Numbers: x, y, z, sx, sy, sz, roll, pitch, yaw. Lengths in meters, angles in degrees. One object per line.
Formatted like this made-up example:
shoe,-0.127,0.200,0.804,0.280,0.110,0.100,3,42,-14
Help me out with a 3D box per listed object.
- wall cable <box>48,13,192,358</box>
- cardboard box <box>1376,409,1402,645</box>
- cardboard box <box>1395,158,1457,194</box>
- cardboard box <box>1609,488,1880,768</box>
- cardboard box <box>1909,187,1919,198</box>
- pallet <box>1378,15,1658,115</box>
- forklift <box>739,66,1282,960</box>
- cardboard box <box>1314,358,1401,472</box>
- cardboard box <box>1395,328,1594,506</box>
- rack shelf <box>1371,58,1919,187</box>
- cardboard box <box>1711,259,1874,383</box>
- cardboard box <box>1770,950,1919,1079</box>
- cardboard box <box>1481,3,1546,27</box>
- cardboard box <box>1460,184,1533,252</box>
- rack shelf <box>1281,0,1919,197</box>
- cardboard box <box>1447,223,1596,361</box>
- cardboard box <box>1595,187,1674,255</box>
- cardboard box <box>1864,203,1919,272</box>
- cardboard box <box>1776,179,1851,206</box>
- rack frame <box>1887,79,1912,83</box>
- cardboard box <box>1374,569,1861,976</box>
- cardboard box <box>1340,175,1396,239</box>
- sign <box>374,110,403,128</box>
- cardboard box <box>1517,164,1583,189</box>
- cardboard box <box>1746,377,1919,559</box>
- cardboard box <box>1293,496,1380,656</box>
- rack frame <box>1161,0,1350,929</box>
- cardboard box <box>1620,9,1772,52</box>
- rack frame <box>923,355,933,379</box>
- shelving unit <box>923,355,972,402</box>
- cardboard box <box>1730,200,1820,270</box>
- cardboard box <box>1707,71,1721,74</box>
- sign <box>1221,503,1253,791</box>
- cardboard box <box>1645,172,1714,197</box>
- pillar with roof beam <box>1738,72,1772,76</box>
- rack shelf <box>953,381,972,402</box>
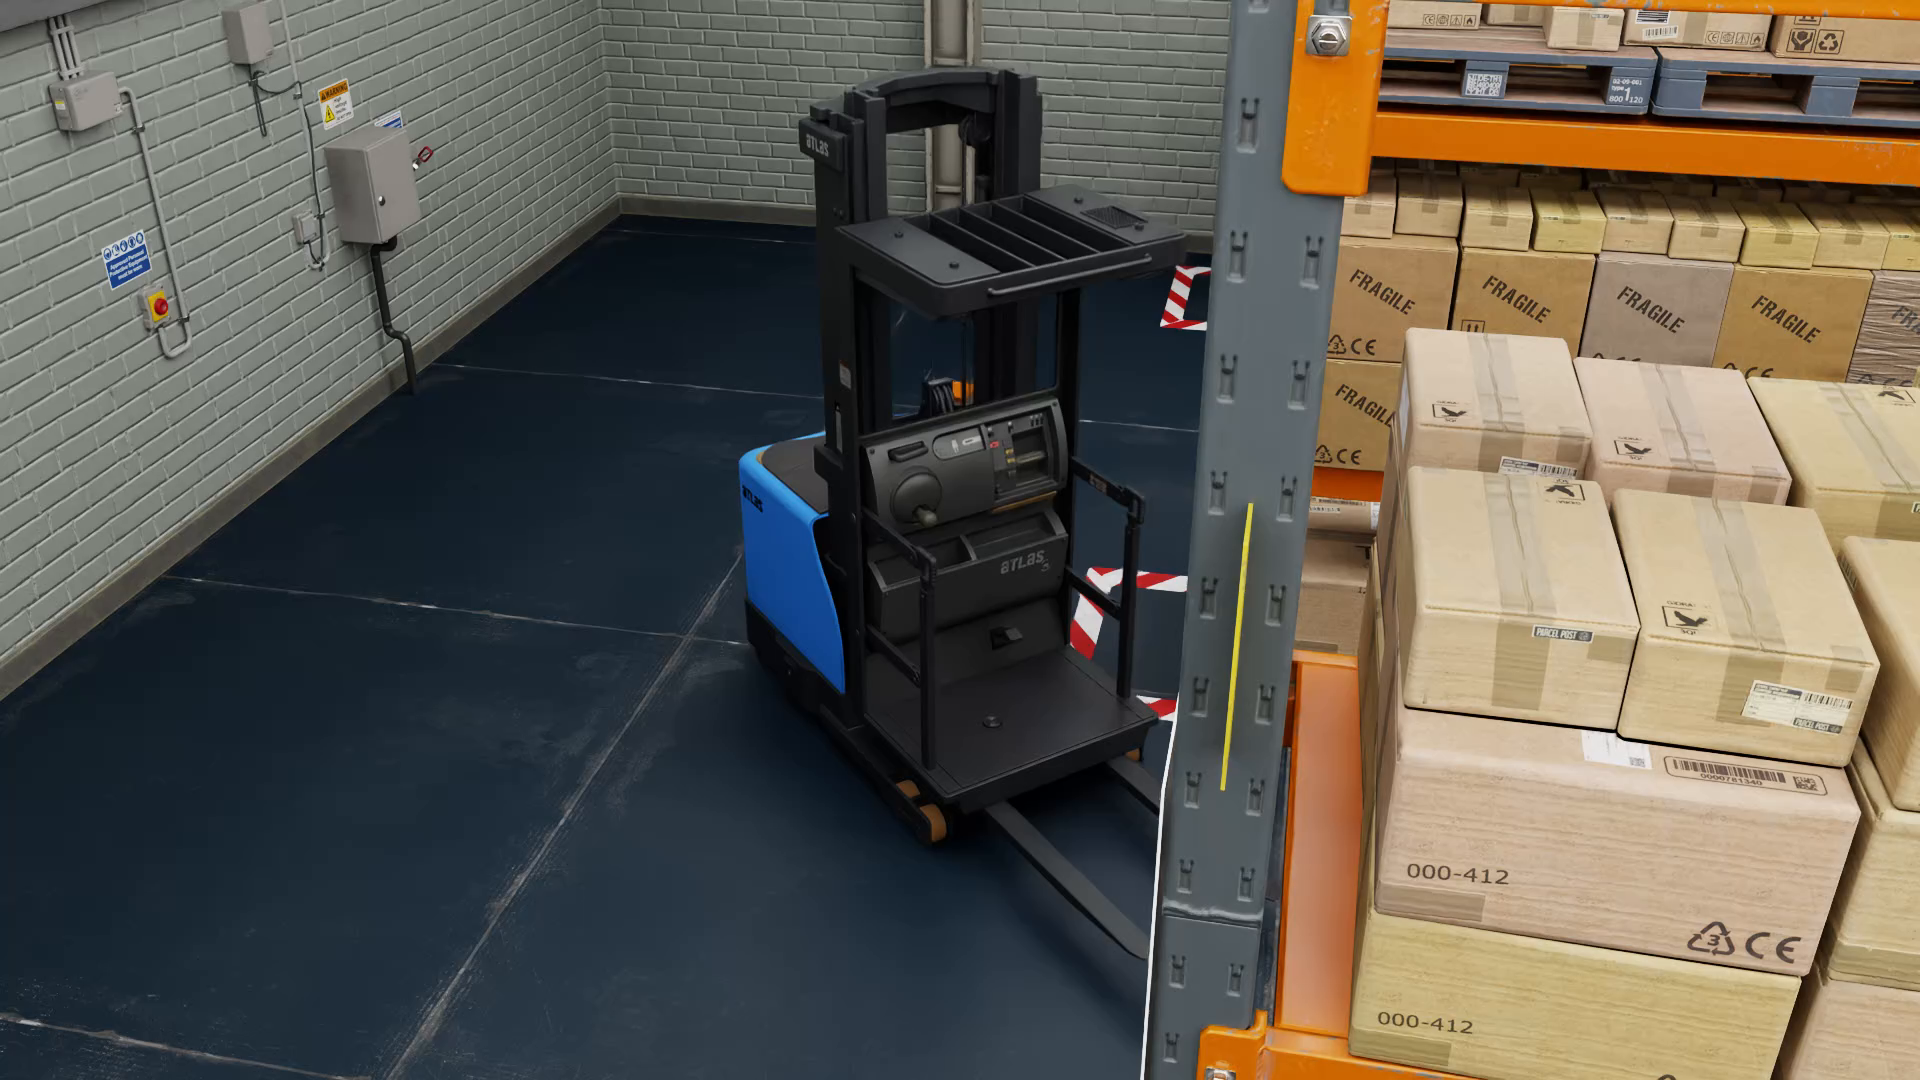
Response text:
wall cable,-4.160,-1.782,8.290,0.123,1.953,0.585,6,29,11
cardboard box,0.928,0.024,2.594,0.500,0.250,0.500,5,29,9
cardboard box,2.005,-1.579,7.189,0.250,0.149,0.380,6,29,11
cardboard box,0.939,0.096,2.047,0.250,0.149,0.380,7,29,13
cardboard box,4.019,-1.405,6.872,0.250,0.149,0.380,5,29,9
pallet,2.087,-1.975,6.703,1.213,0.211,1.003,6,29,11
forklift,0.152,-0.275,6.699,1.130,2.935,3.031,-17,33,-27
cardboard box,1.768,-0.629,7.171,0.500,0.500,0.500,6,29,10
cardboard box,0.810,-0.182,2.555,0.250,0.149,0.380,6,29,10
rack shelf,3.315,-1.567,6.615,4.000,0.370,1.077,6,29,11
cardboard box,3.269,-0.922,6.666,0.500,0.500,0.500,6,29,11
cardboard box,1.324,0.537,2.178,0.500,0.250,0.500,7,29,12
cardboard box,2.244,-2.194,6.731,0.250,0.149,0.380,4,29,7
cardboard box,2.150,-1.296,6.674,0.250,0.149,0.380,7,29,12
rack shelf,2.380,-0.547,1.631,4.000,0.370,1.077,6,29,11
cardboard box,2.276,-1.020,6.844,0.500,0.500,0.500,5,29,9
cardboard box,2.679,-1.277,6.638,0.250,0.149,0.380,6,29,11
cardboard box,3.666,-1.173,6.448,0.250,0.149,0.380,5,29,9
cardboard box,3.531,-1.449,6.952,0.250,0.149,0.380,6,29,11
rack frame,6.304,-2.698,11.055,0.127,3.000,1.000,6,29,11
cardboard box,0.809,0.265,2.155,0.500,0.250,0.500,6,29,11
cardboard box,1.648,-1.369,6.807,0.250,0.149,0.380,6,29,12
sign,-3.678,-2.505,10.801,0.001,0.494,0.329,6,29,11
cardboard box,2.513,-1.548,7.133,0.250,0.149,0.380,7,29,12
cardboard box,1.282,-0.086,2.380,0.250,0.149,0.380,5,29,9
cardboard box,2.025,0.191,8.008,0.875,0.438,0.875,5,29,9
rack frame,0.424,-1.064,1.824,0.127,3.000,1.000,6,29,11
cardboard box,2.812,-2.099,6.388,0.500,0.311,0.500,6,29,11
rack frame,-0.172,-0.478,9.030,0.008,1.050,0.200,6,29,11
shelving unit,-0.052,-0.466,9.008,0.252,1.050,0.215,6,29,11
cardboard box,3.156,-1.194,6.486,0.250,0.149,0.380,5,29,9
cardboard box,4.903,-3.366,11.340,0.500,0.500,0.500,5,29,9
sign,0.311,0.123,1.868,0.005,0.325,0.100,6,29,11
cardboard box,3.011,-1.491,7.028,0.250,0.149,0.380,7,29,12
pillar with roof beam,4.912,-3.801,6.822,0.400,9.000,9.100,6,29,11
rack shelf,-0.052,-0.705,8.877,0.240,0.259,0.215,6,29,11
